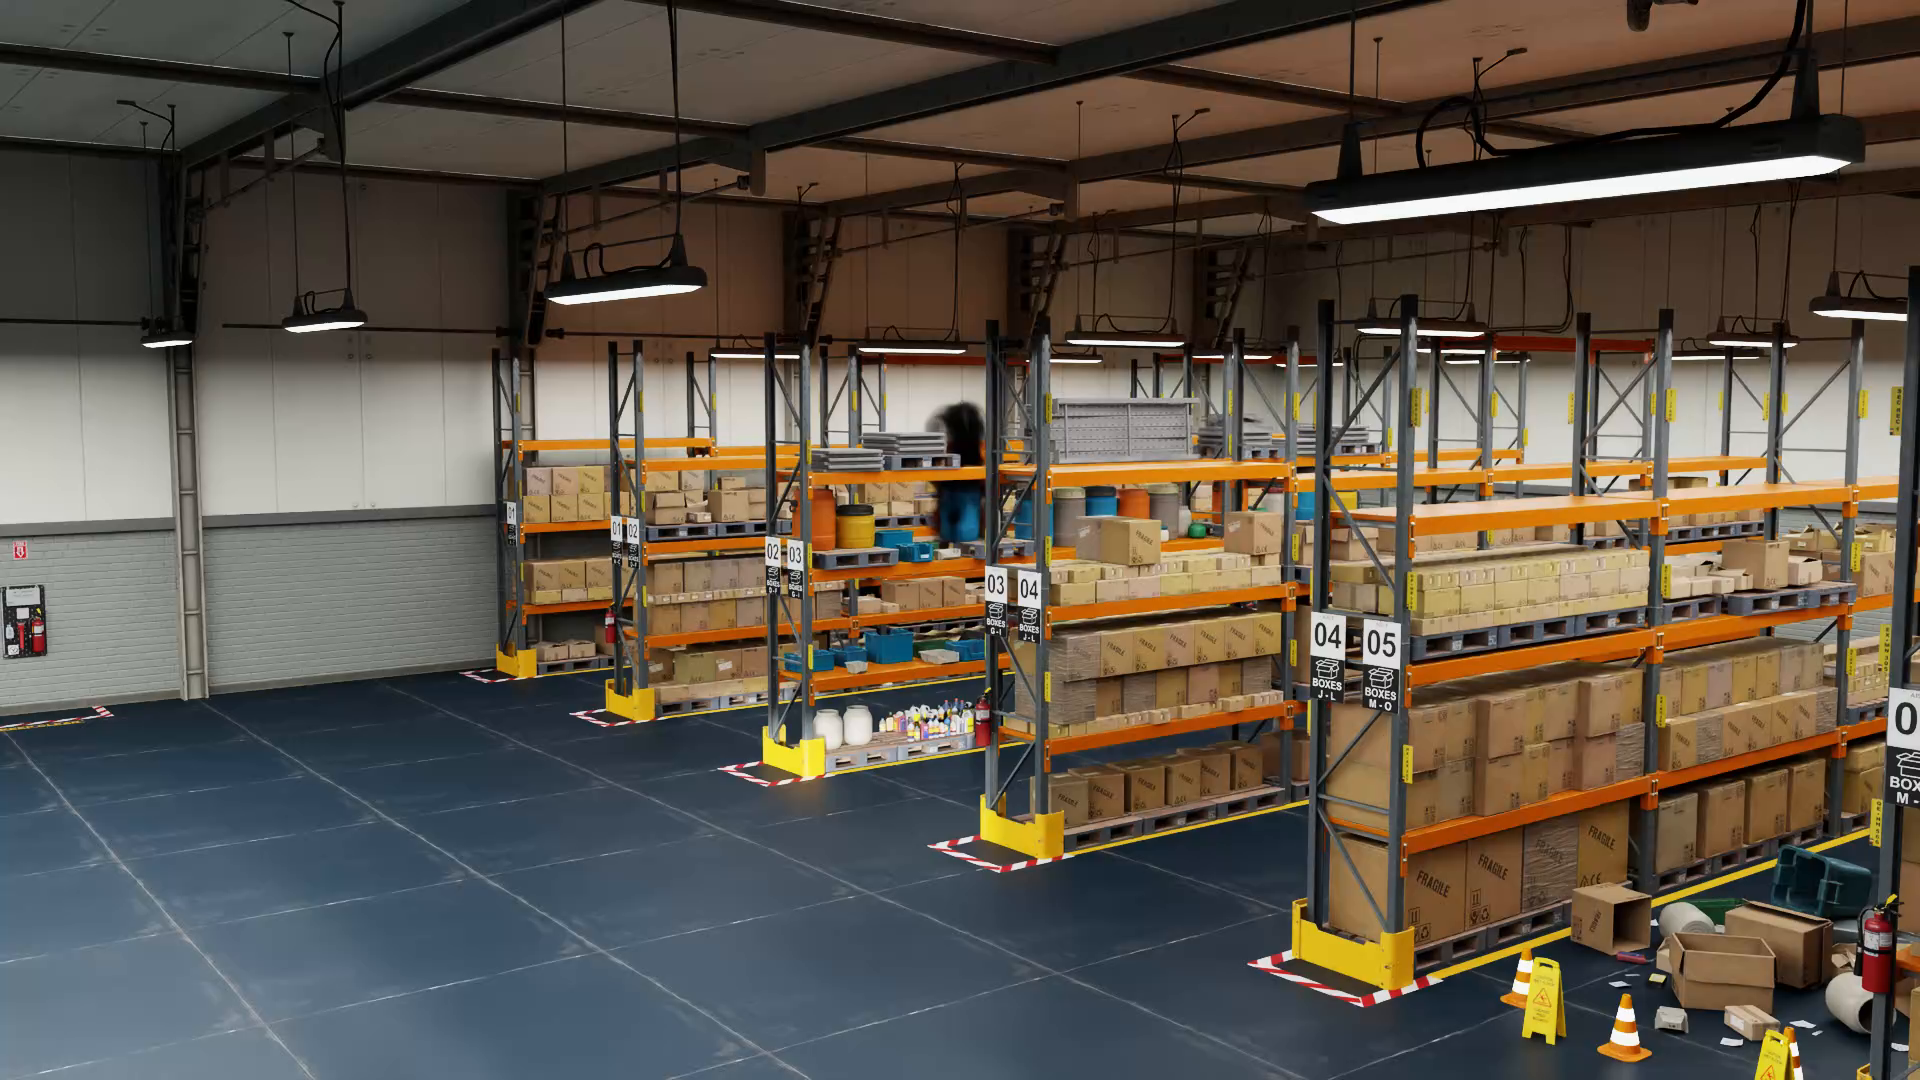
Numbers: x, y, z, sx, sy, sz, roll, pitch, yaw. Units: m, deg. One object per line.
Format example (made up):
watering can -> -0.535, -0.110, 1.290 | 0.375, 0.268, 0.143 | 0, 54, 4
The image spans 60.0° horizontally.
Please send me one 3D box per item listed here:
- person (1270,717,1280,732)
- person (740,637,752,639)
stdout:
person -> 4.856, 2.110, 25.205 | 0.654, 1.710, 0.678 | 4, 6, 37
person -> -3.858, 1.705, 30.543 | 0.691, 1.616, 0.558 | -4, 7, -40
